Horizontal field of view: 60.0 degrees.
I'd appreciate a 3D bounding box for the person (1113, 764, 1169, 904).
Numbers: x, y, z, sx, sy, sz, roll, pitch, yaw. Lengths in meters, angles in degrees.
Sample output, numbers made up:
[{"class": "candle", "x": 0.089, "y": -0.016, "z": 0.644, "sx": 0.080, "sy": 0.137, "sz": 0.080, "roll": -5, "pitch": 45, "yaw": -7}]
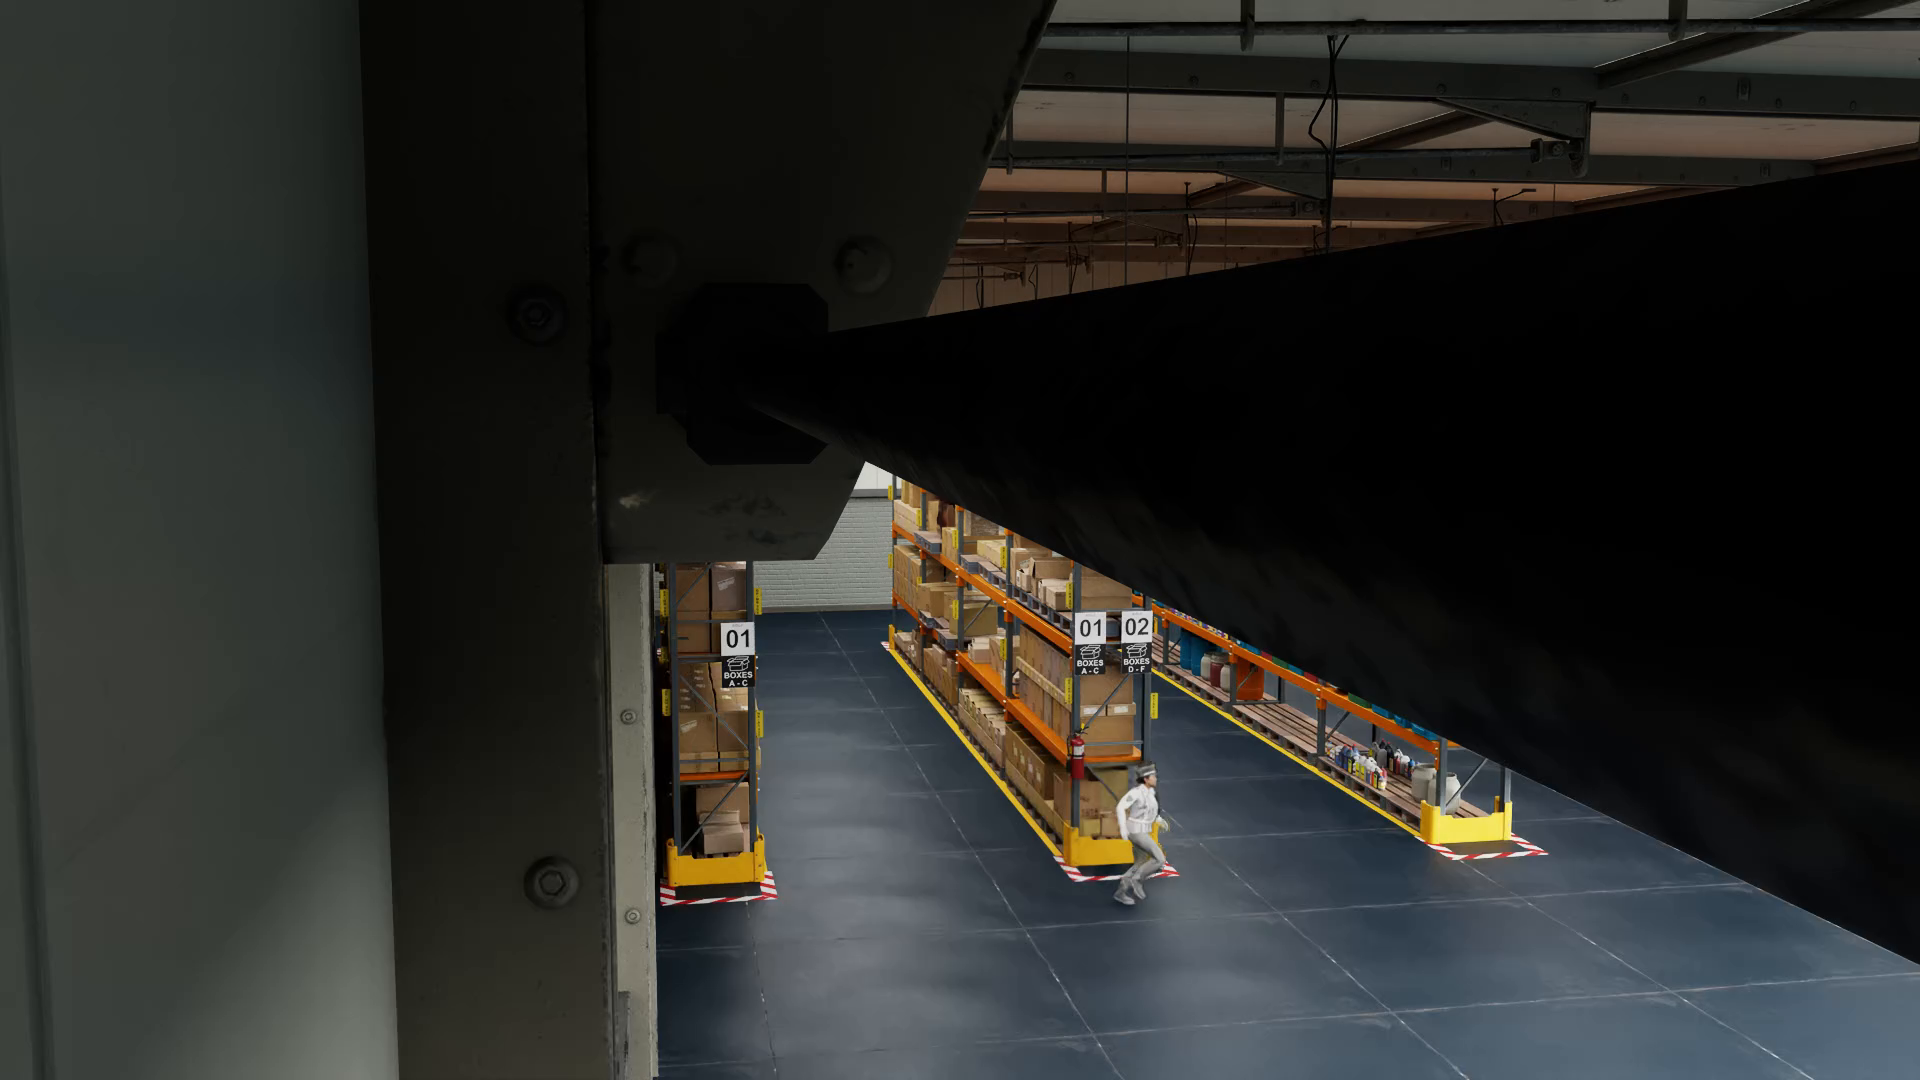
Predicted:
[{"class": "person", "x": 2.147, "y": 3.430, "z": 19.499, "sx": 0.611, "sy": 1.617, "sz": 0.636, "roll": 3, "pitch": 7, "yaw": 26}]
